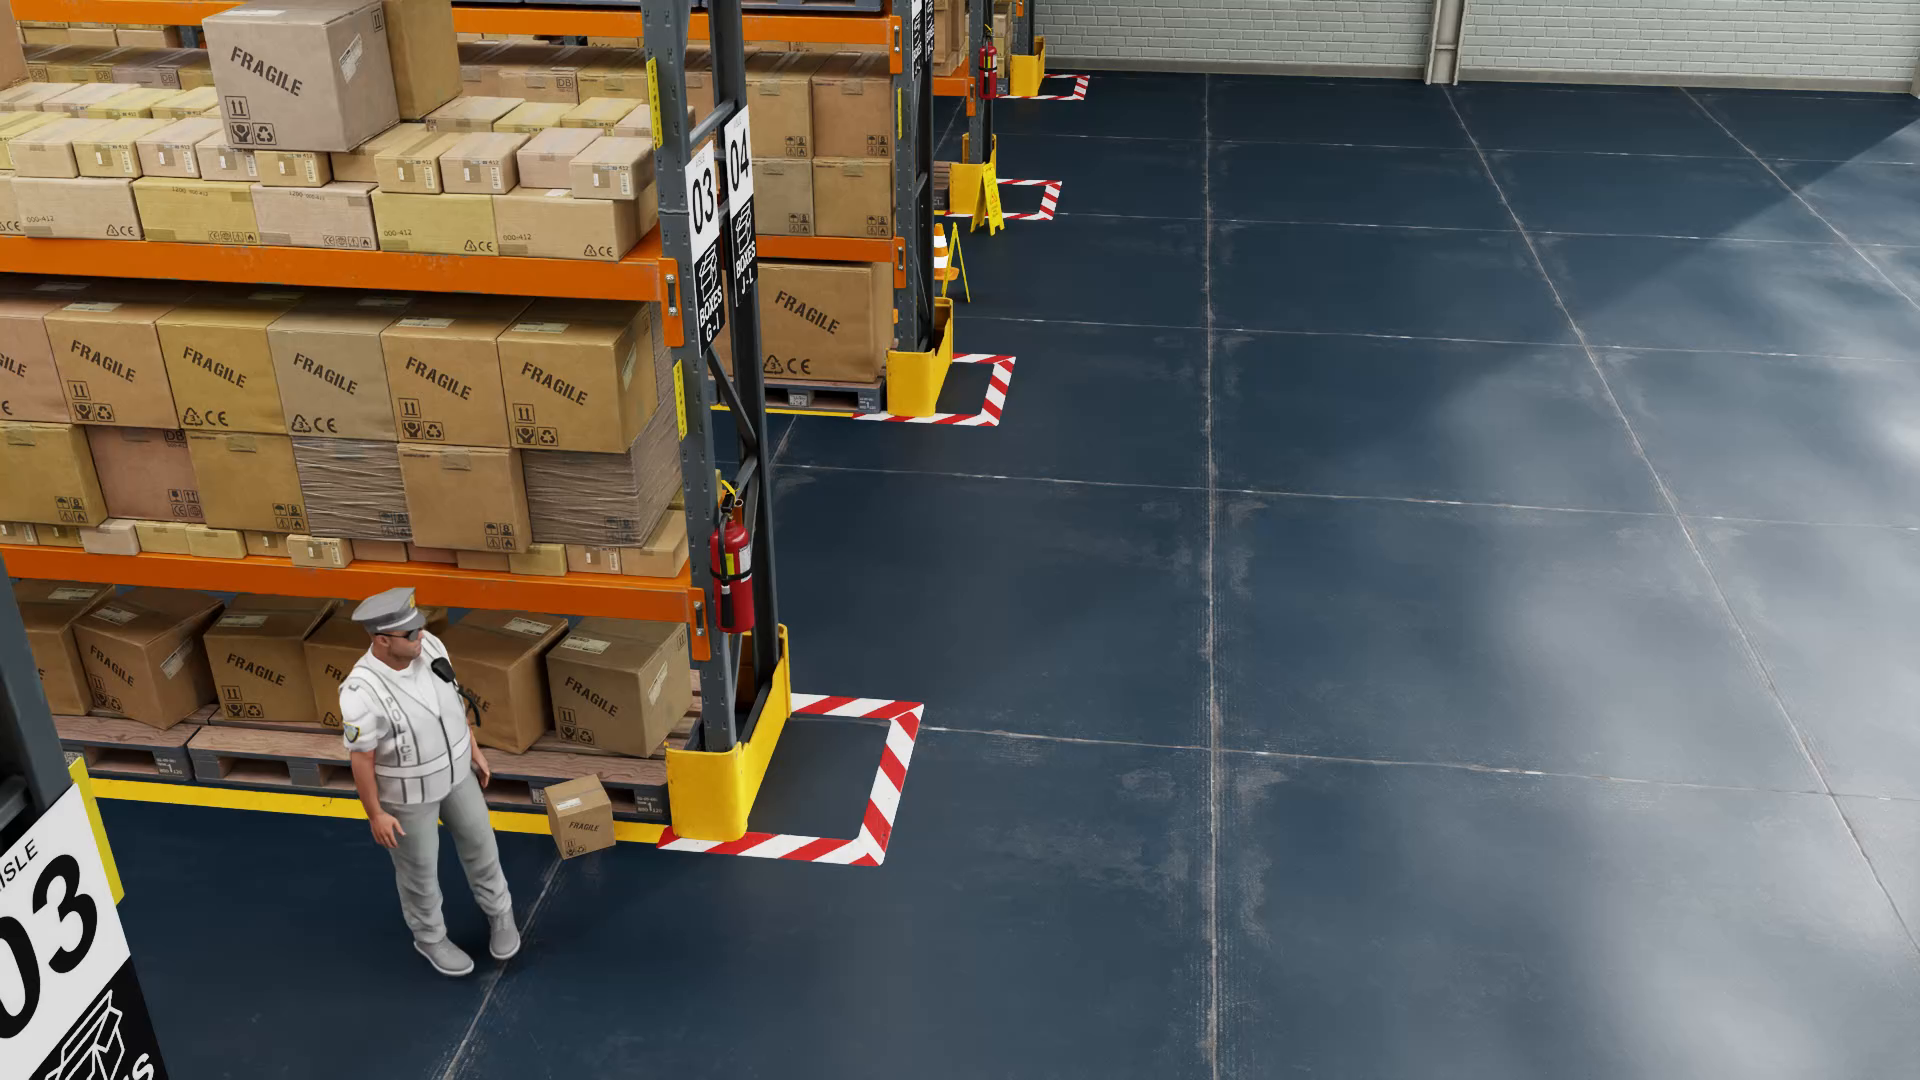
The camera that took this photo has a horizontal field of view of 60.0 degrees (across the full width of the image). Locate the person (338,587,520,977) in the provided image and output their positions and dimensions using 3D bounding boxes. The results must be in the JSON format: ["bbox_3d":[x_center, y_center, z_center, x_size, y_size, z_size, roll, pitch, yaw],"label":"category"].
[{"bbox_3d":[-2.157,0.986,6.739,0.498,1.775,0.556,15,32,25],"label":"person"}]
